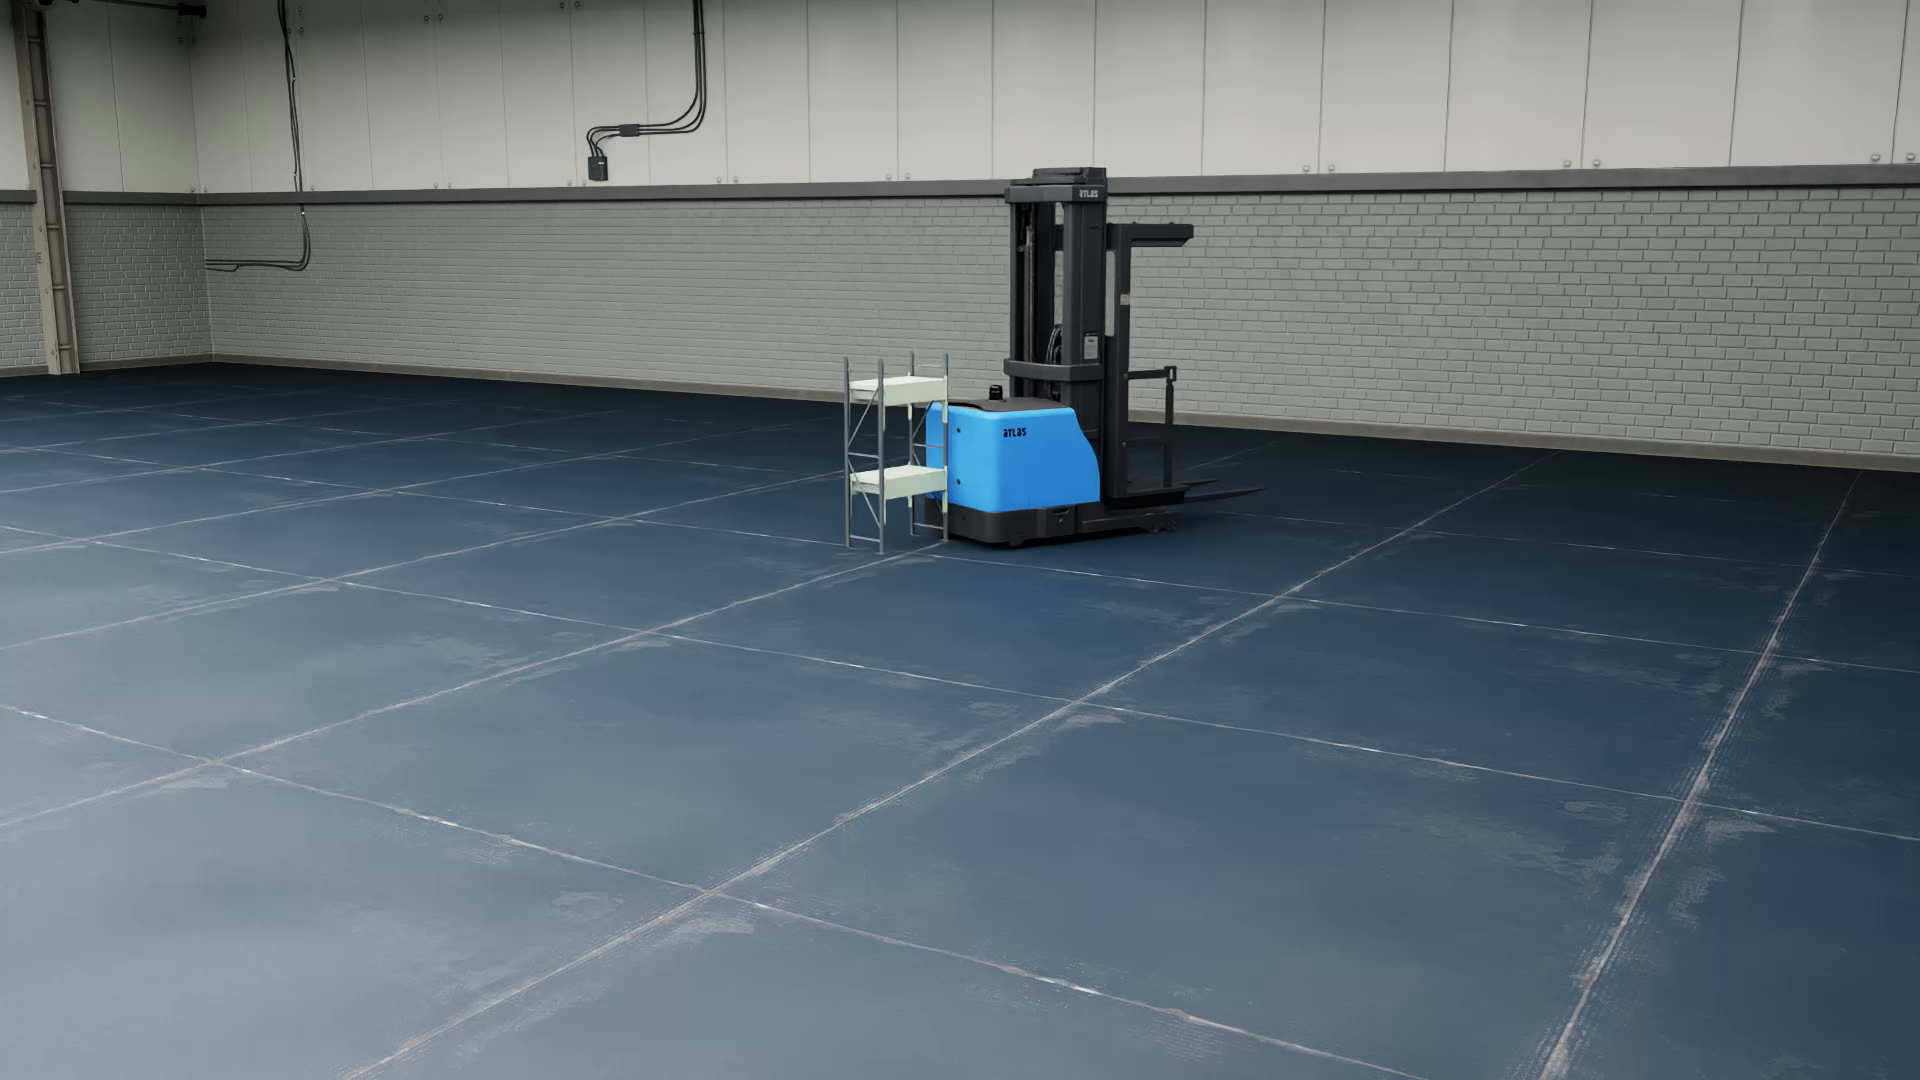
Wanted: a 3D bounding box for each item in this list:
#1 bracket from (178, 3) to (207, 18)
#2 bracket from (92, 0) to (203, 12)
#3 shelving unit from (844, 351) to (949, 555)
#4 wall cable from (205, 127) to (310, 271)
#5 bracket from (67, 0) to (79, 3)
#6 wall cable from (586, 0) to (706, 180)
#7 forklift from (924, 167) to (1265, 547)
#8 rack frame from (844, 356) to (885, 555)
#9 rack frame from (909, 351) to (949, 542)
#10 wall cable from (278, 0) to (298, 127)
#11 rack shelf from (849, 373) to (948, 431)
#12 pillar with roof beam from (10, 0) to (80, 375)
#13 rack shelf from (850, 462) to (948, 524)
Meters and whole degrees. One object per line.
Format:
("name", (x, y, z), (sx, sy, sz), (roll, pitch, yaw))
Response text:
("bracket", (-13.748, -9.479, 29.763), (0.235, 0.232, 0.430), (6, 12, 31))
("bracket", (-14.055, -9.386, 29.267), (0.076, 0.066, 3.189), (6, 12, 31))
("shelving unit", (-0.492, -0.696, 13.013), (0.431, 1.500, 0.755), (9, 14, 41))
("wall cable", (-12.838, -6.116, 30.022), (3.097, 2.526, 0.112), (6, 12, 31))
("bracket", (-14.978, -9.106, 27.772), (0.235, 0.232, 0.430), (6, 12, 31))
("wall cable", (-4.732, -8.404, 24.565), (2.305, 6.003, 0.169), (6, 12, 31))
("forklift", (1.225, -1.571, 13.795), (3.031, 2.935, 1.130), (-7, 13, -32))
("rack frame", (-0.734, -0.646, 12.744), (0.400, 1.500, 0.023), (9, 14, 41))
("rack frame", (-0.249, -0.747, 13.282), (0.400, 1.500, 0.023), (9, 14, 41))
("wall cable", (-10.525, -8.340, 28.176), (3.097, 2.526, 0.112), (6, 12, 31))
("rack shelf", (-0.492, -1.080, 12.941), (0.431, 0.370, 0.720), (9, 14, 41))
("pillar with roof beam", (-11.818, -6.894, 25.739), (9.100, 9.000, 0.548), (6, 12, 31))
("rack shelf", (-0.492, -0.376, 13.073), (0.431, 0.370, 0.720), (9, 14, 41))
